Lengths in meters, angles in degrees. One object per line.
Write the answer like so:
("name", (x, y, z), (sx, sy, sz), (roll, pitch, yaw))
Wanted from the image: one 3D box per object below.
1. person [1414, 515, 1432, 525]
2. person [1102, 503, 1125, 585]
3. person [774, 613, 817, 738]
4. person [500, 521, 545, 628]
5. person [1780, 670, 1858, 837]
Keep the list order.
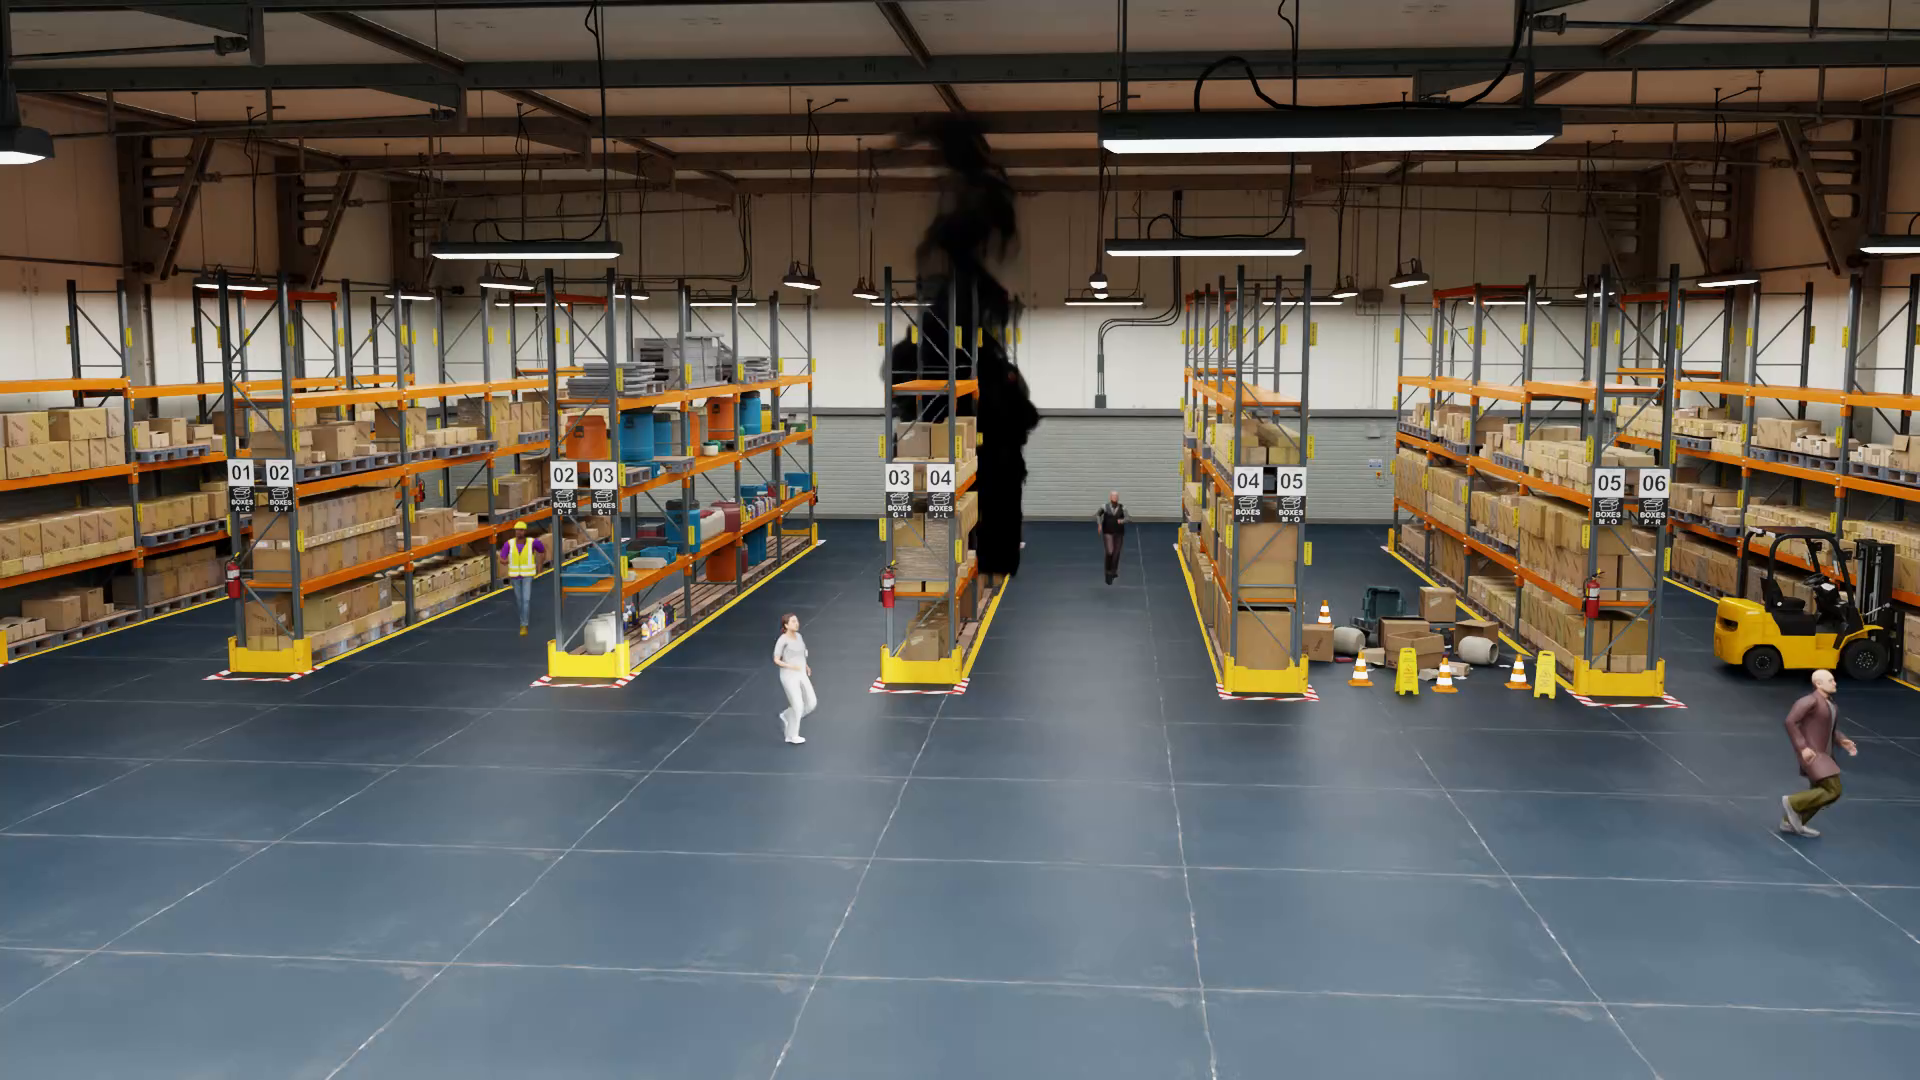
("person", (11.234, -0.753, 40.461), (0.656, 1.629, 0.904), (-5, 9, -38))
("person", (2.985, 0.071, 32.461), (0.446, 1.582, 0.596), (-1, 7, -7))
("person", (-2.030, 1.679, 20.546), (0.526, 1.569, 0.560), (5, 9, 37))
("person", (-6.985, 0.535, 26.539), (0.667, 1.683, 0.731), (0, 7, -2))
("person", (8.577, 2.143, 16.626), (0.650, 1.715, 0.653), (-6, 9, -42))
